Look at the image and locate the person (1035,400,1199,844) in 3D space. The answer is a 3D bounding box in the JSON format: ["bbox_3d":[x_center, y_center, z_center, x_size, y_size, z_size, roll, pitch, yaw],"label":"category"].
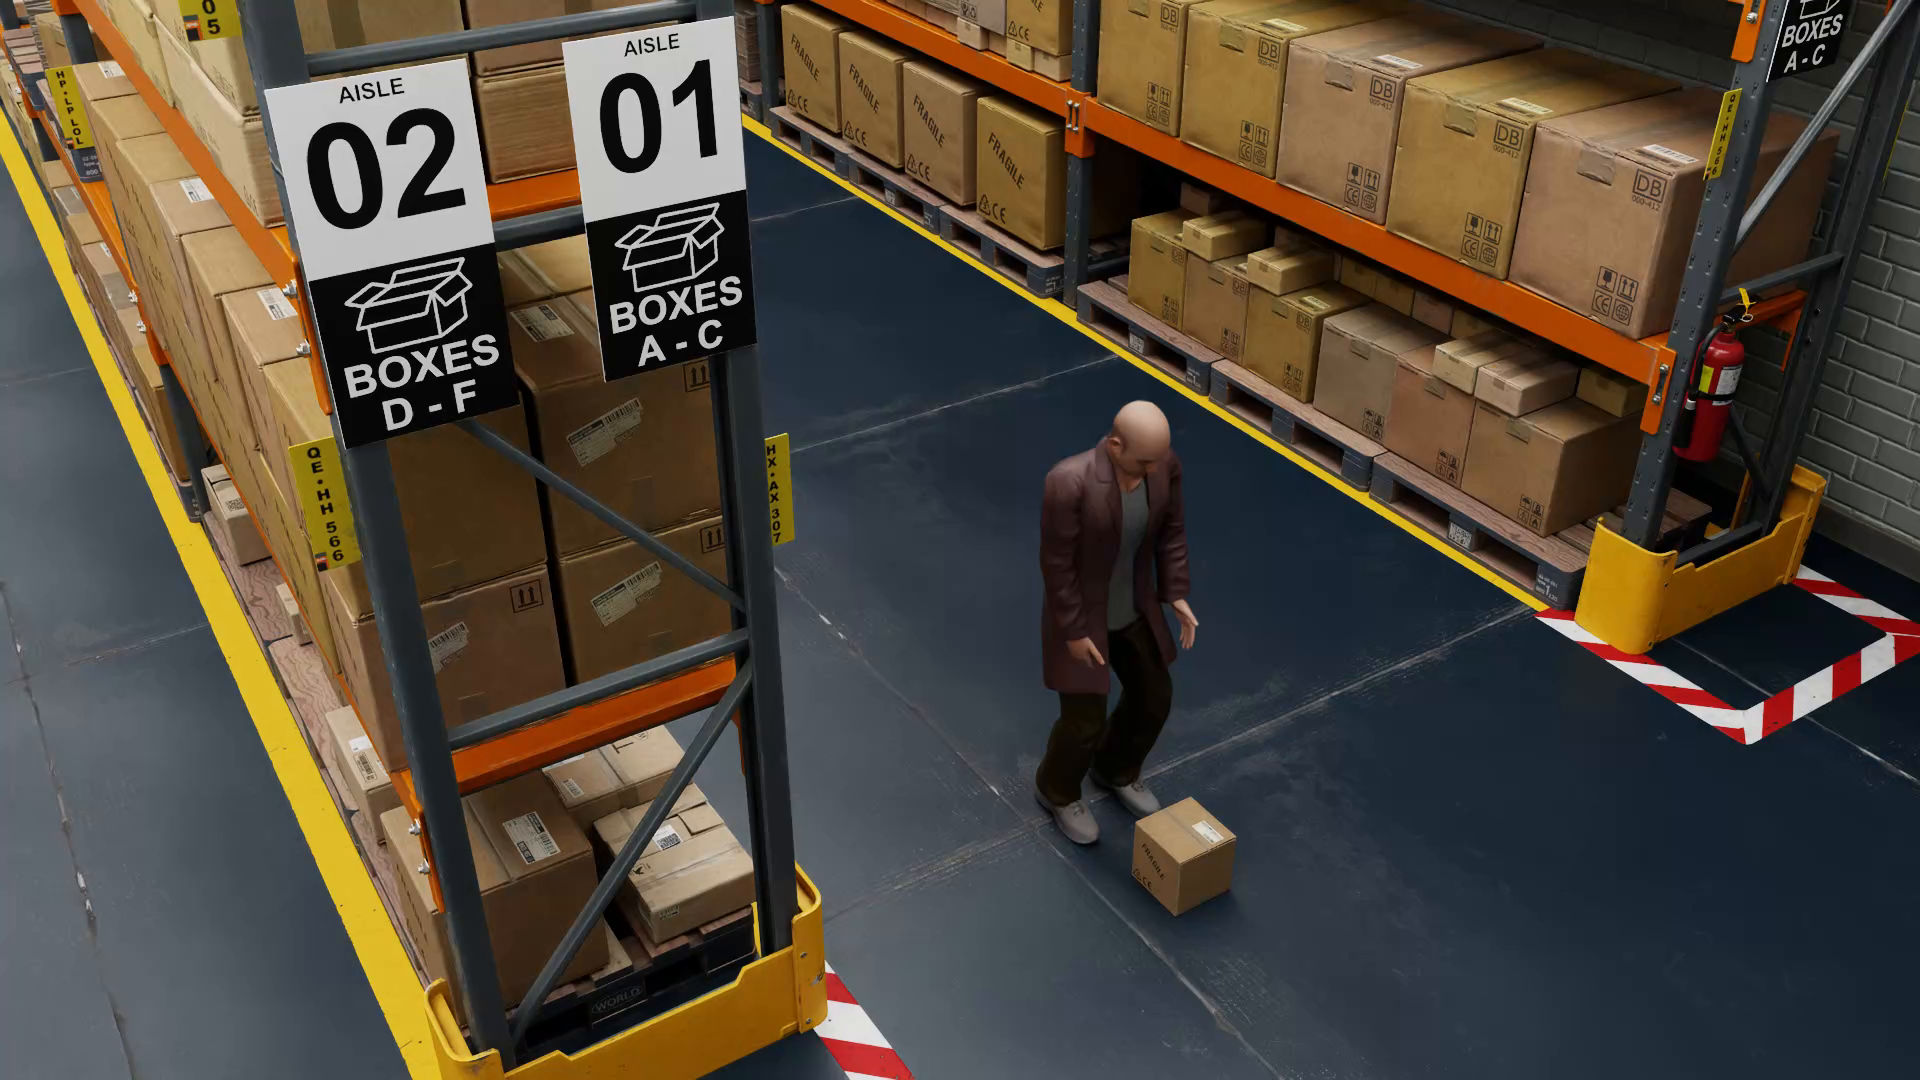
[{"bbox_3d":[0.534,0.263,5.800,0.591,1.719,0.432,-18,36,-26],"label":"person"}]
